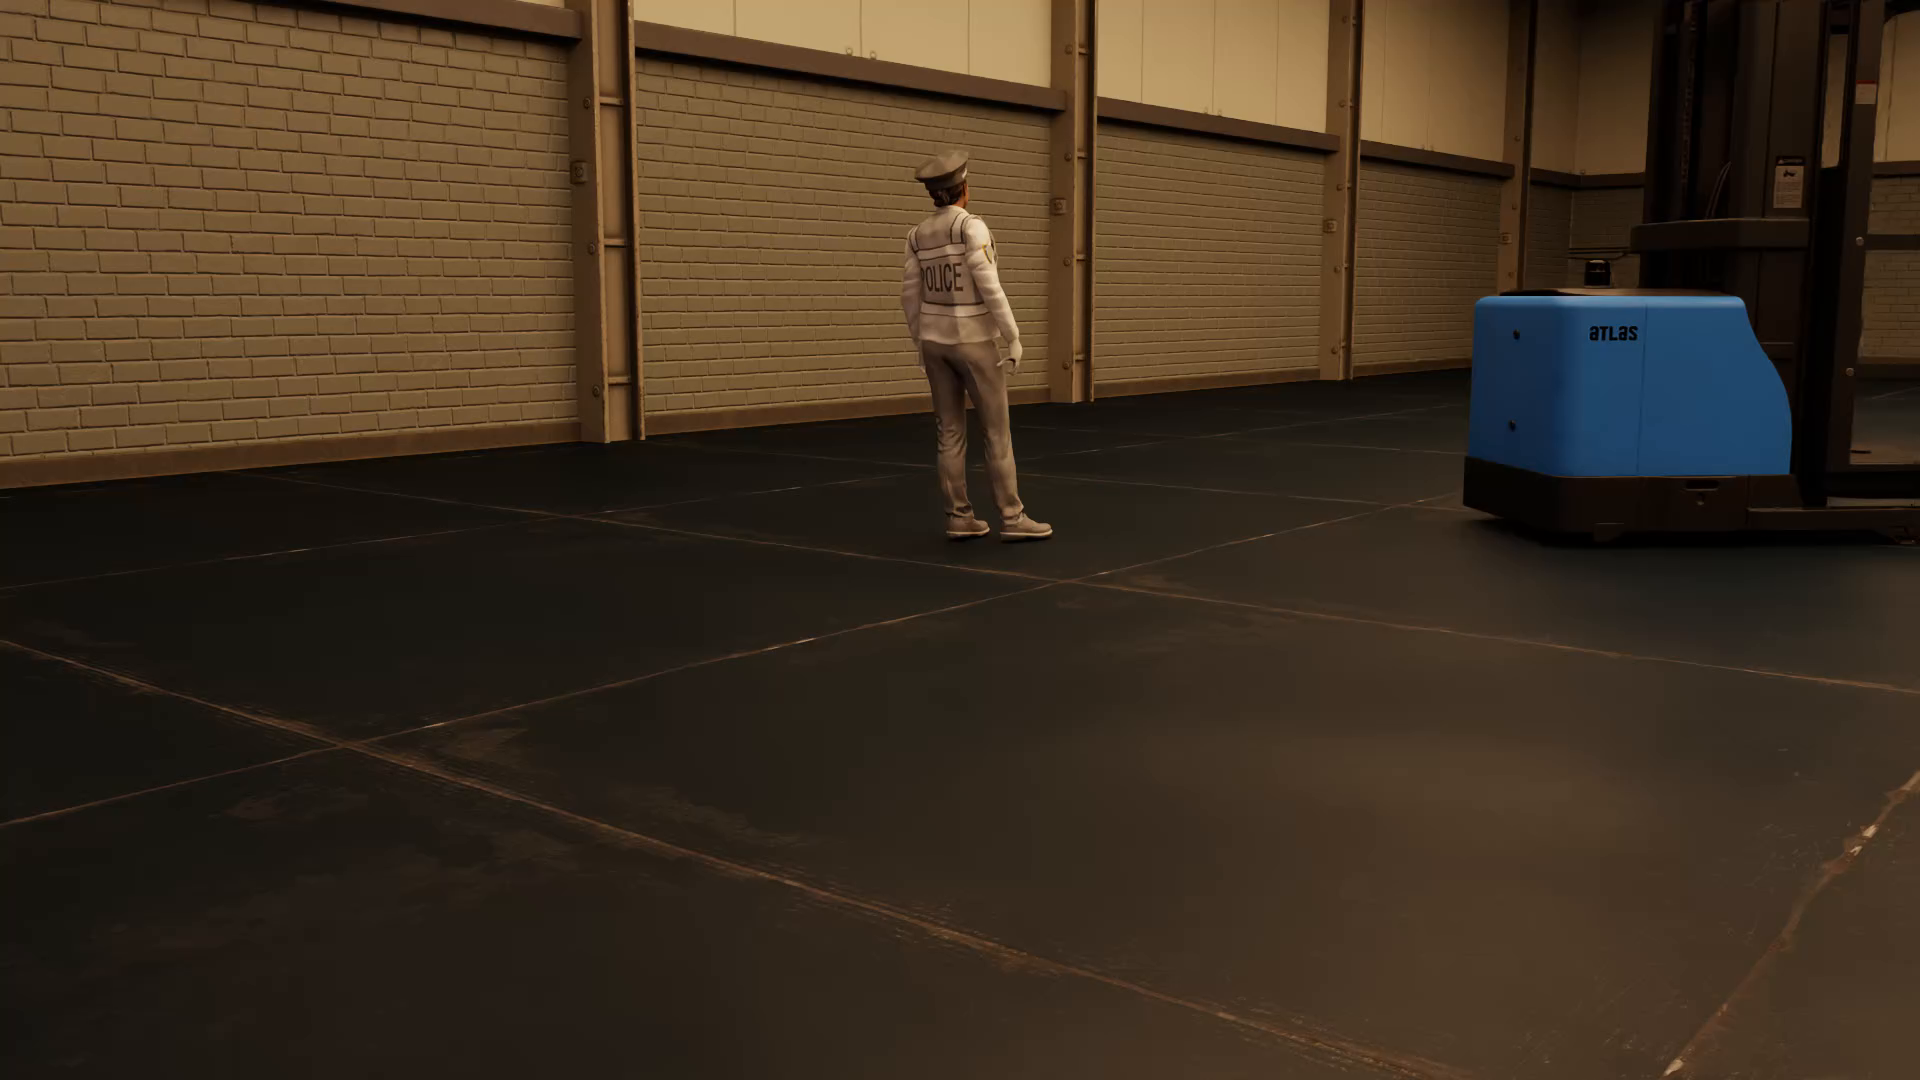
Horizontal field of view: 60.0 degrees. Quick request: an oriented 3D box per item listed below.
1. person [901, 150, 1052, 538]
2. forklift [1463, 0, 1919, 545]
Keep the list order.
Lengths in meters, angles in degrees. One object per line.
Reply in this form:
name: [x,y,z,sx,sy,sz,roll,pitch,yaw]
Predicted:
person: [0.048,-0.853,7.330,0.586,1.694,0.532,7,11,38]
forklift: [3.986,-1.505,7.570,3.031,2.935,1.130,-1,8,-6]
